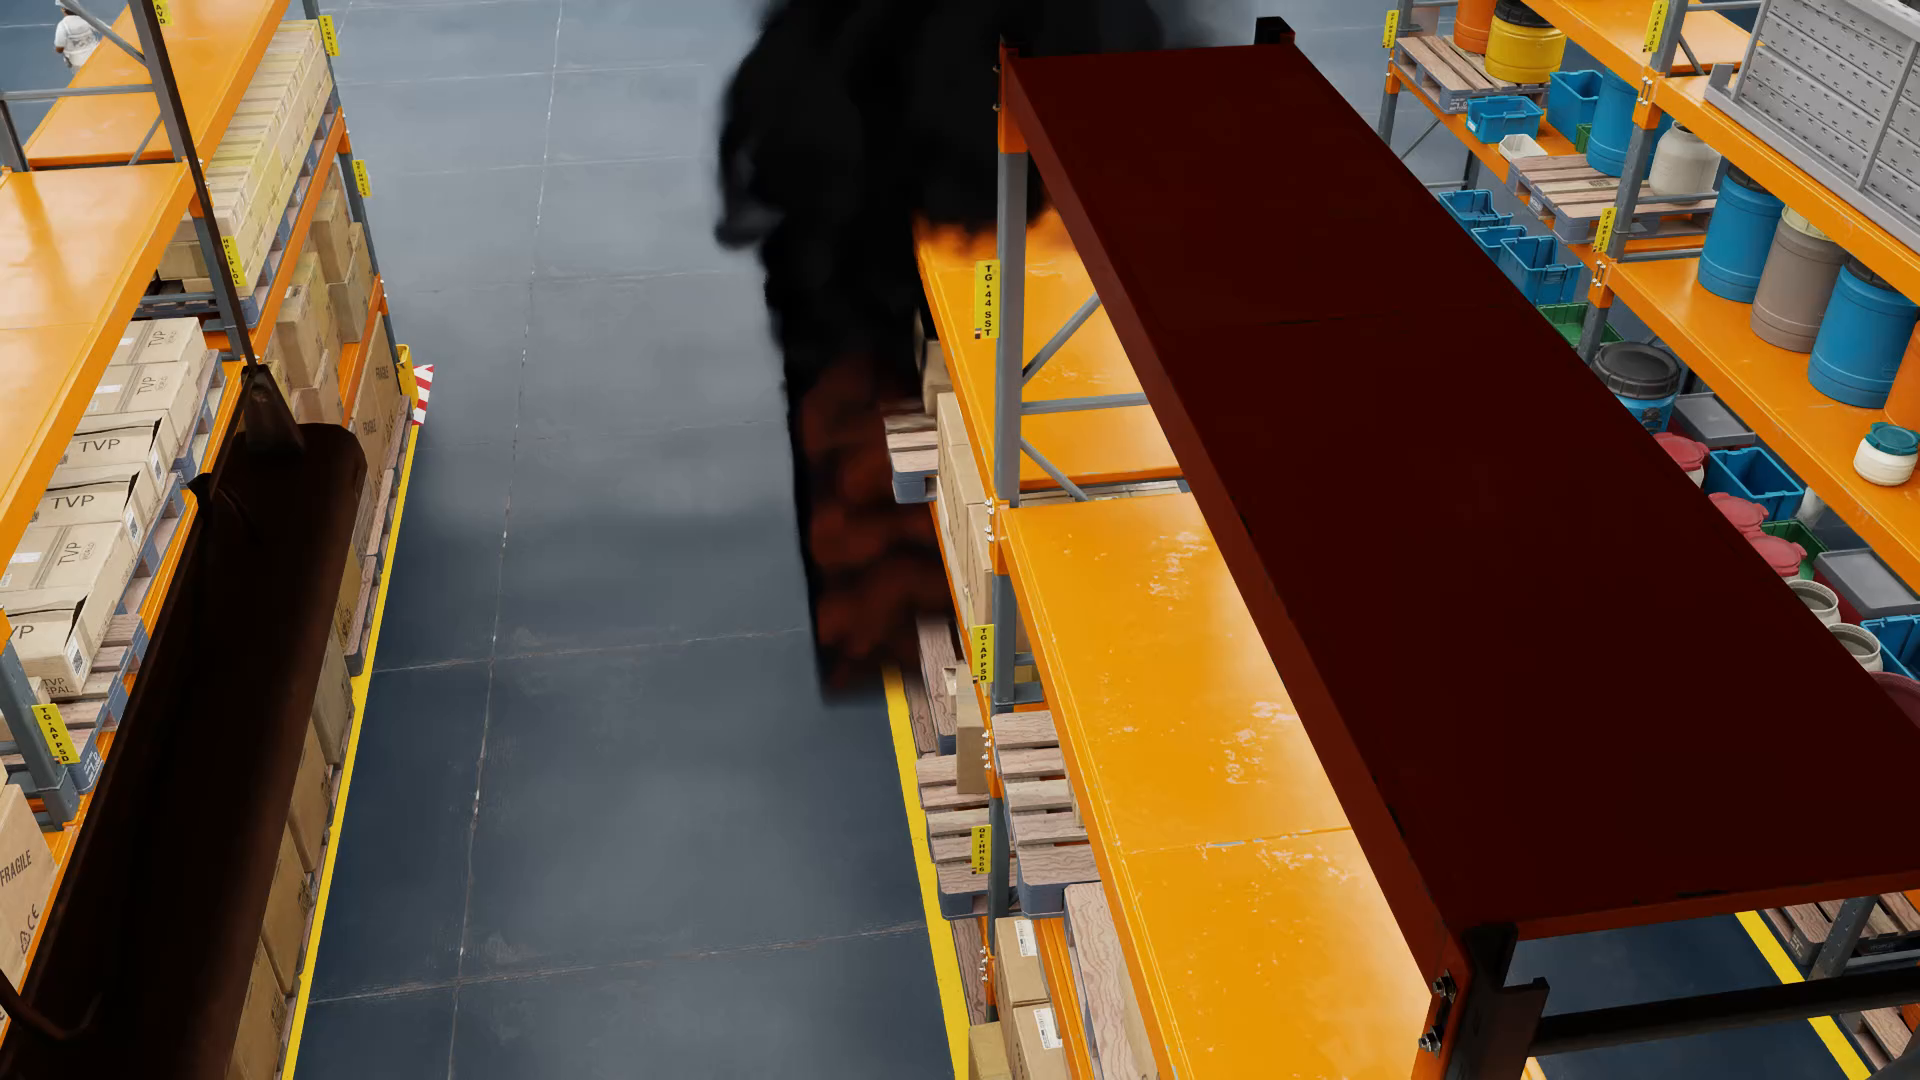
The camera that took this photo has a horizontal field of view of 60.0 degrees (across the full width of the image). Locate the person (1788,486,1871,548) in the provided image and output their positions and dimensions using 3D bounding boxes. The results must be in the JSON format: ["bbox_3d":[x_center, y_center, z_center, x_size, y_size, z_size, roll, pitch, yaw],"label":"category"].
[{"bbox_3d":[6.913,-0.622,12.799,0.664,1.779,0.954,-11,38,-14],"label":"person"}]

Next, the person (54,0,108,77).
[{"bbox_3d":[-10.283,-5.576,19.630,0.819,1.711,0.587,19,40,24],"label":"person"}]
